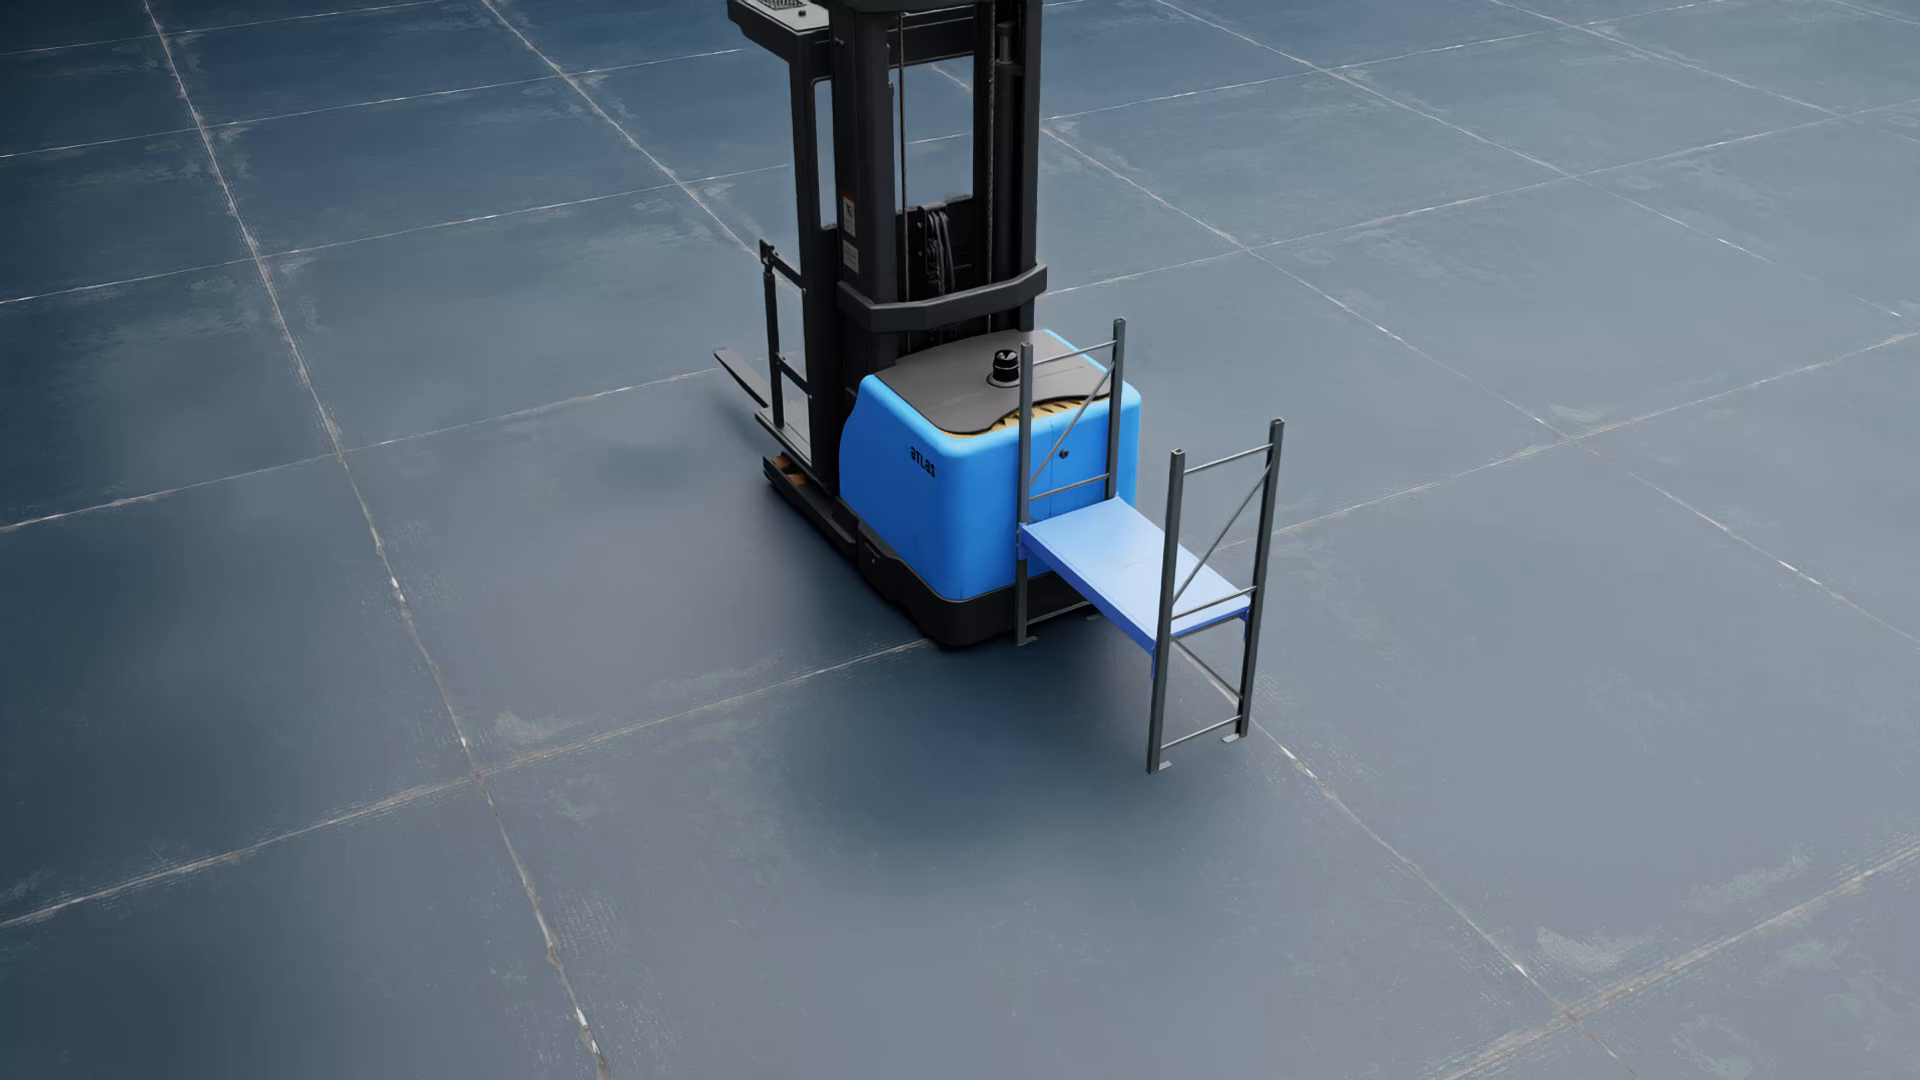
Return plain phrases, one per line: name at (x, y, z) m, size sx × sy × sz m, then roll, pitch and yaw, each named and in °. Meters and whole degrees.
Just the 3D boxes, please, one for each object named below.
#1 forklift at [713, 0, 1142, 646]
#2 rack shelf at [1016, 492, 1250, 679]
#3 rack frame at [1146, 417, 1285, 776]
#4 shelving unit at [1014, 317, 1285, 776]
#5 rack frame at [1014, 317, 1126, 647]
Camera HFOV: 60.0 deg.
forklift at (-0.364, -1.529, 7.919) m, size 1.130 × 2.935 × 3.031 m, roll -18°, pitch 37°, yaw -25°
rack shelf at (0.725, 0.165, 6.935) m, size 0.538 × 0.185 × 1.000 m, roll -18°, pitch 37°, yaw -25°
rack frame at (0.981, 0.250, 6.469) m, size 0.500 × 1.500 × 0.032 m, roll -18°, pitch 37°, yaw -25°
shelving unit at (0.725, 0.014, 6.838) m, size 0.538 × 1.500 × 1.048 m, roll -18°, pitch 37°, yaw -25°
rack frame at (0.468, -0.223, 7.208) m, size 0.500 × 1.500 × 0.032 m, roll -18°, pitch 37°, yaw -25°
